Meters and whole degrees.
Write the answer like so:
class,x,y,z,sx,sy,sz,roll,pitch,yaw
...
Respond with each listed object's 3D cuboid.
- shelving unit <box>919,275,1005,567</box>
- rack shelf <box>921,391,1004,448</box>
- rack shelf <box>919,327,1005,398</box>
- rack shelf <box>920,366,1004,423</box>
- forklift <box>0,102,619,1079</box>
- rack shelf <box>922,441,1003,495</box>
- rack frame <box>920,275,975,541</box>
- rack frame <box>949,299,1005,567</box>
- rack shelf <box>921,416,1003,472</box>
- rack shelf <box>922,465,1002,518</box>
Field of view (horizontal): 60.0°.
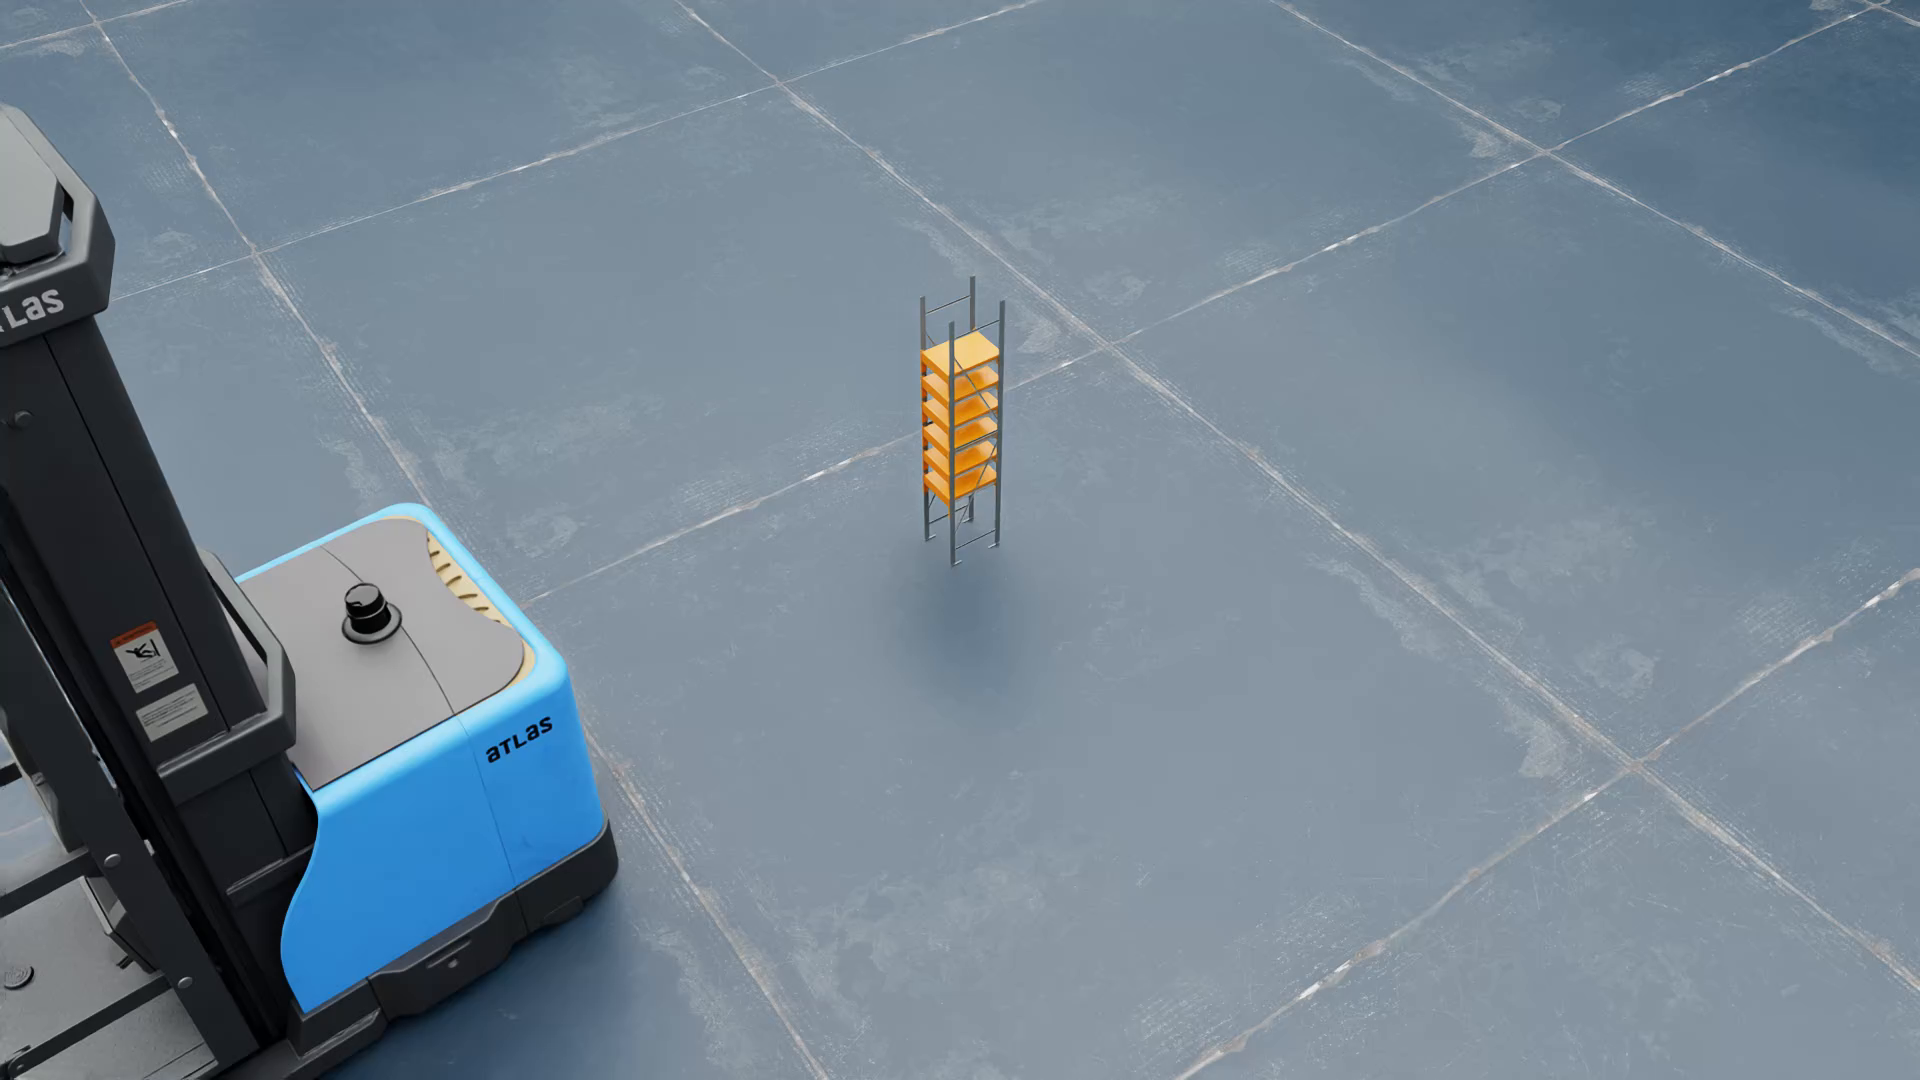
class,x,y,z,sx,sy,sz,roll,pitch,yaw
shelving unit,0.008,-0.426,6.327,0.258,1.200,0.189,-26,49,-24
rack shelf,0.008,-0.480,6.275,0.258,0.103,0.180,-26,49,-24
rack shelf,0.008,-0.654,6.109,0.258,0.103,0.180,-26,49,-24
rack shelf,0.008,-0.567,6.192,0.258,0.103,0.180,-26,49,-24
forklift,-2.587,0.478,4.127,3.031,2.935,1.130,-30,51,-28
rack shelf,0.008,-0.307,6.441,0.258,0.103,0.180,-26,49,-24
rack frame,-0.044,-0.478,6.381,0.240,1.200,0.006,-26,49,-24
rack frame,0.061,-0.374,6.273,0.240,1.200,0.006,-26,49,-24
rack shelf,0.008,-0.394,6.358,0.258,0.103,0.180,-26,49,-24
rack shelf,0.008,-0.220,6.524,0.258,0.103,0.180,-26,49,-24
